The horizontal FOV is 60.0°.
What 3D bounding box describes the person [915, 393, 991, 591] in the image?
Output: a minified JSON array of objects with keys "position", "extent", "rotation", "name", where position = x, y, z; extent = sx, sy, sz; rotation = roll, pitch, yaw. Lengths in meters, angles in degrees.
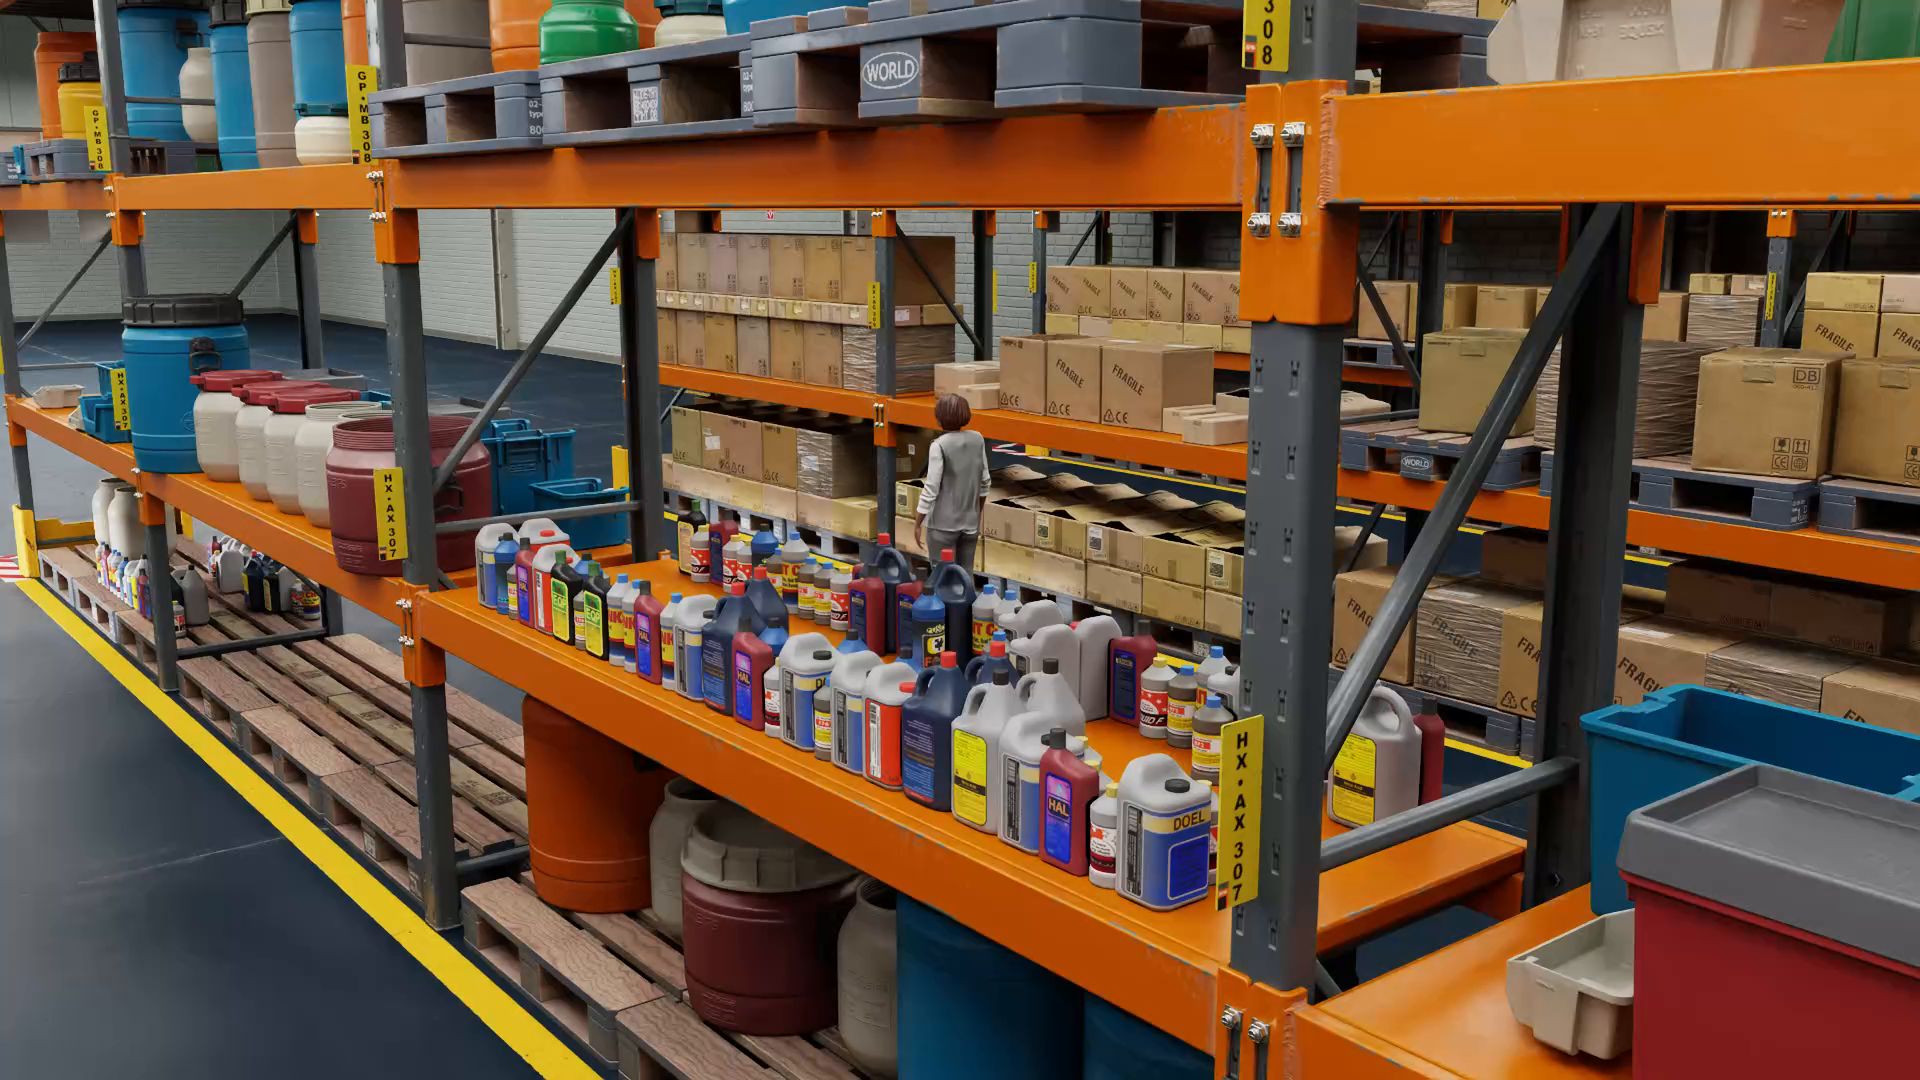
[{"position":[-0.084,-0.083,9.875],"extent":[0.521,1.583,0.474],"rotation":[-9,14,-37],"name":"person"}]
